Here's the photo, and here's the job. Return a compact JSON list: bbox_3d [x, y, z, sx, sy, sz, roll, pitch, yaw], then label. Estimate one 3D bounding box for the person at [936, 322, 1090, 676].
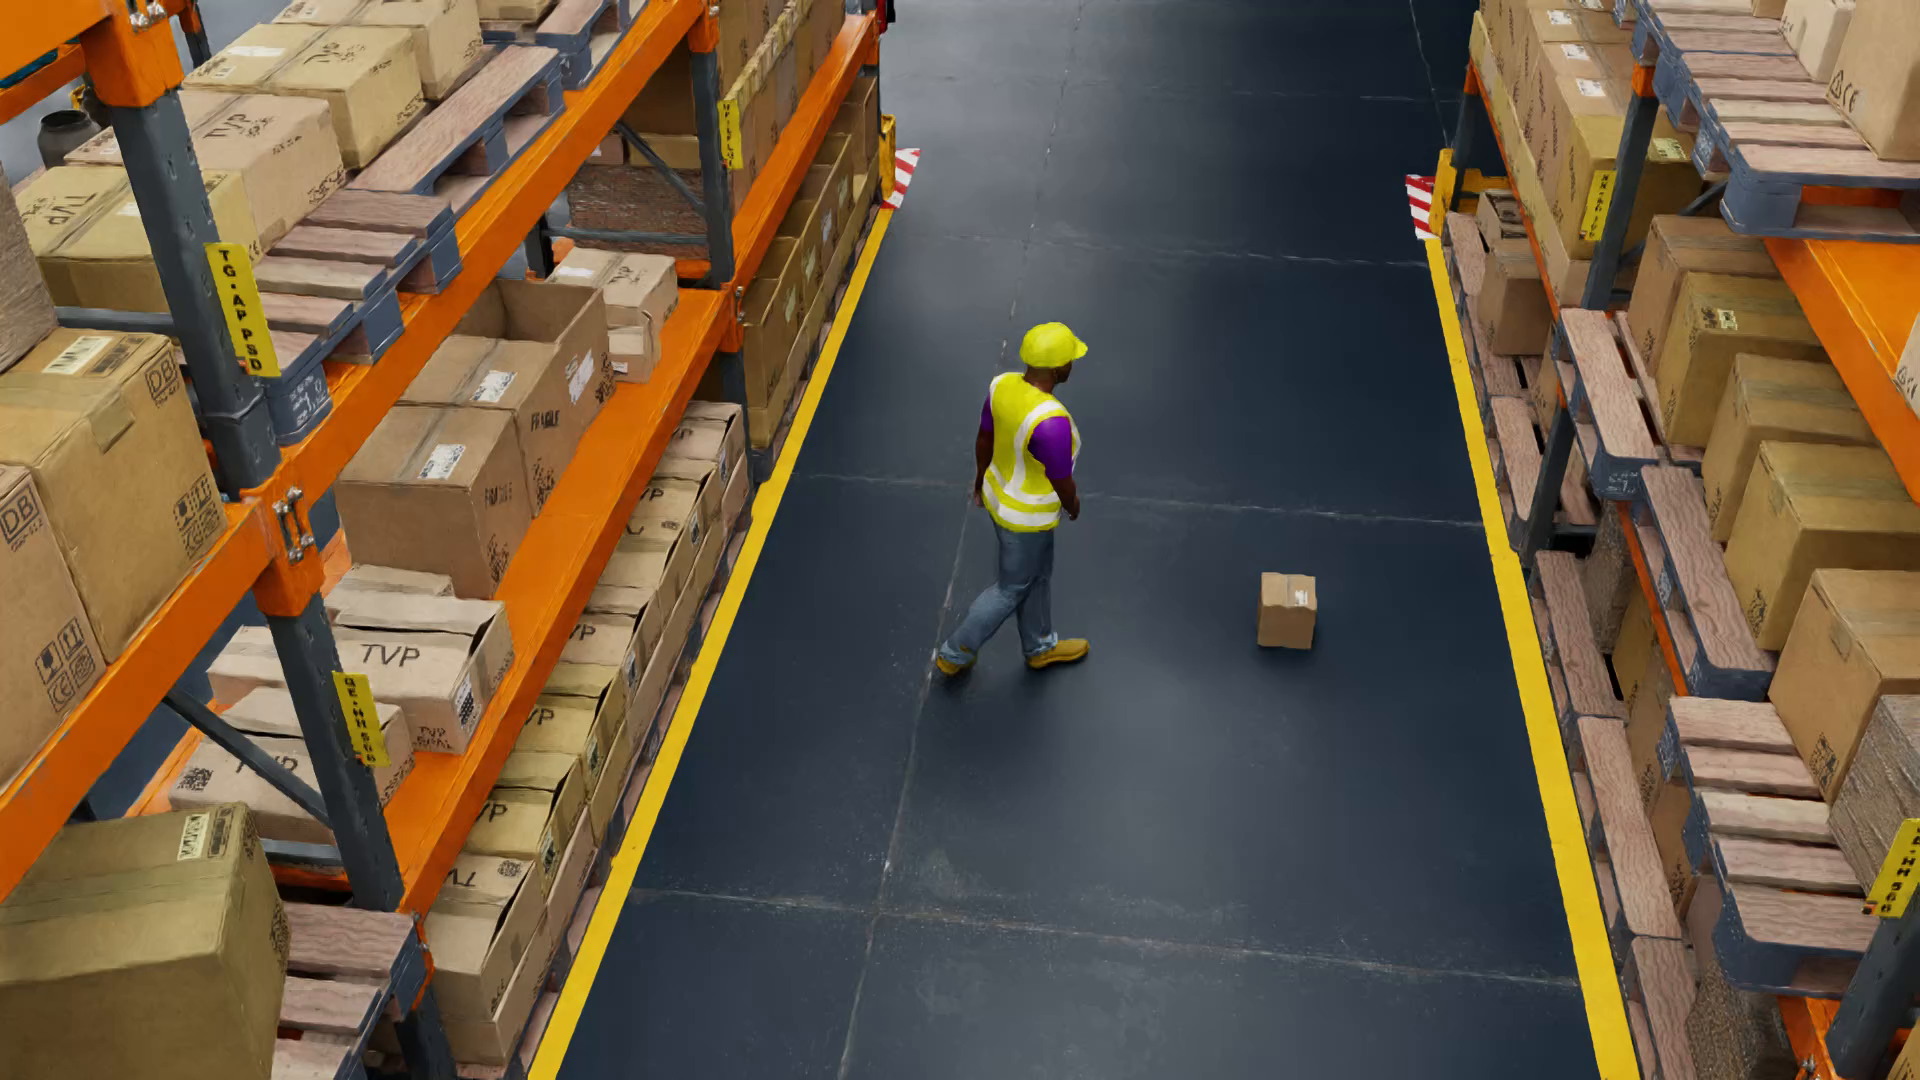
[{"bbox_3d":[0.229,-0.155,7.242,0.755,1.756,0.599,-9,37,-13],"label":"person"}]
